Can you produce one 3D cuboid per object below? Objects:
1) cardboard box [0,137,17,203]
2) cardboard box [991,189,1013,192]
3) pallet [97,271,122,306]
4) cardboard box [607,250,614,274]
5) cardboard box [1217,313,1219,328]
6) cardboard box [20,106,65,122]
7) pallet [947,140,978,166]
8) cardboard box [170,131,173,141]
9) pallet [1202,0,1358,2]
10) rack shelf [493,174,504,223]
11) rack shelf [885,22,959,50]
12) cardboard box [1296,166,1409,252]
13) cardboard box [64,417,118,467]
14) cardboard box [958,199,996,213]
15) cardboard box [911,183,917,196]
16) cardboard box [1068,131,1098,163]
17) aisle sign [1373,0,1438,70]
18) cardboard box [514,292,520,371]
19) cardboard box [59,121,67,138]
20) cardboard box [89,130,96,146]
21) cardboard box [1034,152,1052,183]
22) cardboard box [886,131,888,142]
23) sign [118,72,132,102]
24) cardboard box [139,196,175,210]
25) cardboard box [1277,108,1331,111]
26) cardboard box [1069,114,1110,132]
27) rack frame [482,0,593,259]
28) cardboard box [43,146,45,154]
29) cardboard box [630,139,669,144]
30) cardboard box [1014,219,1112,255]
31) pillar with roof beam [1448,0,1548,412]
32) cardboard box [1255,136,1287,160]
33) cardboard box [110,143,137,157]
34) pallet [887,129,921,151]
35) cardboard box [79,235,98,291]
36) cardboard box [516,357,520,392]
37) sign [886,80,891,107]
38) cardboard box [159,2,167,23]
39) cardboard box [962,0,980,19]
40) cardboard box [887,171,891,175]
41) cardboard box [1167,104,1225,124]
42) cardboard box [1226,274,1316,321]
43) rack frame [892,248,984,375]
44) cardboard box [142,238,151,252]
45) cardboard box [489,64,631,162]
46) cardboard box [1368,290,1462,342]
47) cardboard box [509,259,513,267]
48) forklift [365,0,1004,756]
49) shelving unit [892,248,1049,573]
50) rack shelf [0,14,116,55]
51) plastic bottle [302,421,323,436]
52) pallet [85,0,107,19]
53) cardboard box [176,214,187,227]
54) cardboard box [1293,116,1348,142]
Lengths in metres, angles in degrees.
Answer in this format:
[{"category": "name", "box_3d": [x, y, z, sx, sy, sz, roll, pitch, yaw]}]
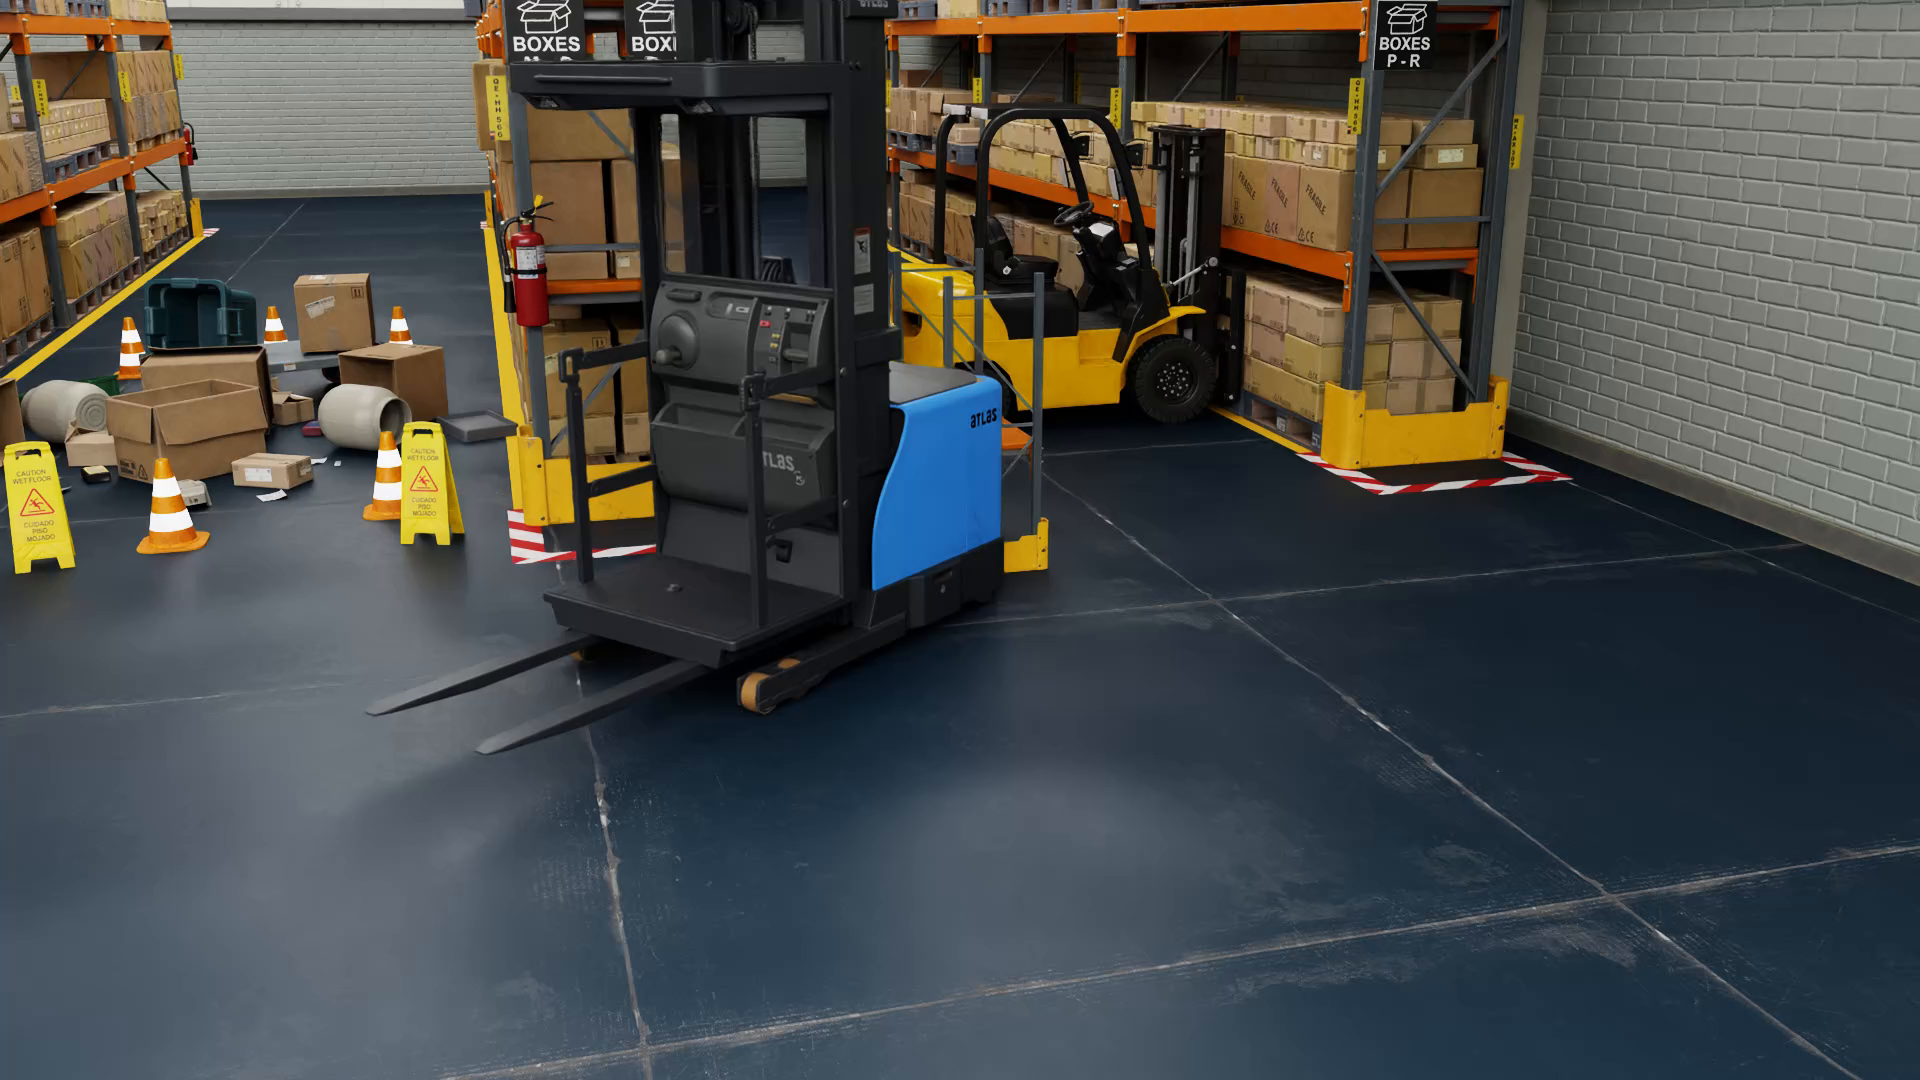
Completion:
[{"category": "cardboard box", "box_3d": [-8.142, -3.043, 13.695, 0.500, 0.500, 0.500, -5, 17, -16]}, {"category": "cardboard box", "box_3d": [0.422, -4.103, 19.884, 0.380, 0.149, 0.250, -5, 18, -17]}, {"category": "pallet", "box_3d": [-9.342, -2.593, 17.216, 1.003, 0.211, 1.213, -5, 17, -15]}, {"category": "cardboard box", "box_3d": [-1.845, -1.640, 9.635, 0.380, 0.149, 0.250, -4, 17, -14]}, {"category": "cardboard box", "box_3d": [2.047, -1.628, 12.338, 0.500, 0.250, 0.500, -5, 17, -15]}, {"category": "cardboard box", "box_3d": [-9.026, -4.174, 16.307, 0.380, 0.149, 0.250, -4, 17, -13]}, {"category": "pallet", "box_3d": [0.452, -4.278, 18.313, 1.213, 0.211, 1.003, -5, 17, -15]}, {"category": "cardboard box", "box_3d": [-10.602, -5.328, 21.912, 0.380, 0.149, 0.250, -5, 17, -15]}, {"category": "pallet", "box_3d": [2.396, -3.905, 11.677, 1.003, 0.211, 1.213, -5, 17, -15]}, {"category": "rack shelf", "box_3d": [-3.516, -2.897, 14.631, 1.077, 0.370, 4.000, -5, 17, -15]}, {"category": "rack shelf", "box_3d": [-0.943, -6.940, 22.877, 1.077, 0.370, 4.000, -5, 17, -15]}, {"category": "cardboard box", "box_3d": [2.517, -2.138, 10.682, 0.500, 0.500, 0.500, -5, 17, -16]}, {"category": "cardboard box", "box_3d": [-5.455, -0.629, 10.586, 0.396, 0.266, 0.258, -2, 17, -6]}, {"category": "cardboard box", "box_3d": [0.192, -3.768, 18.771, 0.380, 0.149, 0.250, -5, 18, -17]}, {"category": "cardboard box", "box_3d": [-0.400, -4.418, 20.934, 0.380, 0.149, 0.250, -5, 17, -17]}, {"category": "cardboard box", "box_3d": [1.276, -3.506, 14.803, 0.500, 0.250, 0.500, -5, 17, -17]}, {"category": "aisle sign", "box_3d": [2.640, -3.179, 9.801, 0.394, 0.787, 0.004, -5, 17, -15]}, {"category": "cardboard box", "box_3d": [-2.765, -1.456, 11.331, 0.500, 0.500, 0.500, -4, 17, -12]}, {"category": "cardboard box", "box_3d": [-9.027, -4.035, 16.361, 0.380, 0.149, 0.250, -5, 17, -15]}, {"category": "cardboard box", "box_3d": [-9.390, -4.258, 17.619, 0.380, 0.149, 0.250, -6, 18, -18]}, {"category": "cardboard box", "box_3d": [1.015, -3.549, 15.813, 0.500, 0.250, 0.500, -4, 17, -13]}, {"category": "cardboard box", "box_3d": [-0.816, -5.312, 21.860, 0.380, 0.149, 0.250, -4, 17, -14]}, {"category": "sign", "box_3d": [-9.364, -5.081, 18.640, 0.100, 0.325, 0.005, -5, 17, -15]}, {"category": "cardboard box", "box_3d": [-10.262, -4.300, 21.245, 0.380, 0.149, 0.250, -4, 17, -13]}, {"category": "cardboard box", "box_3d": [2.544, -3.089, 12.202, 0.380, 0.149, 0.250, -4, 17, -14]}, {"category": "cardboard box", "box_3d": [1.193, -3.721, 14.824, 0.380, 0.149, 0.250, -5, 18, -17]}, {"category": "rack frame", "box_3d": [-4.066, -3.794, 16.370, 1.000, 3.000, 0.127, -5, 17, -15]}, {"category": "cardboard box", "box_3d": [-8.726, -3.596, 15.415, 0.380, 0.149, 0.250, -5, 17, -16]}, {"category": "cardboard box", "box_3d": [-2.165, -2.349, 10.866, 0.500, 0.500, 0.500, -5, 17, -16]}, {"category": "cardboard box", "box_3d": [1.051, -2.898, 16.783, 0.875, 0.625, 0.625, -4, 17, -13]}, {"category": "pillar with roof beam", "box_3d": [-0.560, -4.772, 9.195, 9.100, 9.000, 0.400, -5, 17, -15]}, {"category": "cardboard box", "box_3d": [2.253, -2.692, 11.398, 0.380, 0.149, 0.250, -5, 18, -17]}, {"category": "cardboard box", "box_3d": [-9.660, -4.465, 19.040, 0.380, 0.149, 0.250, -4, 17, -13]}, {"category": "pallet", "box_3d": [-0.279, -4.973, 20.626, 1.003, 0.211, 1.213, -5, 17, -15]}, {"category": "cardboard box", "box_3d": [-8.888, -2.734, 16.454, 0.500, 0.500, 0.500, -4, 17, -15]}, {"category": "cardboard box", "box_3d": [-2.906, -1.241, 11.918, 0.500, 0.250, 0.500, -4, 17, -12]}, {"category": "sign", "box_3d": [-0.913, -5.664, 21.089, 0.100, 0.325, 0.005, -5, 17, -15]}, {"category": "cardboard box", "box_3d": [-10.617, -6.848, 21.581, 0.500, 0.250, 0.500, -5, 17, -16]}, {"category": "cardboard box", "box_3d": [0.331, -5.675, 17.678, 0.500, 0.250, 0.500, -5, 18, -17]}, {"category": "cardboard box", "box_3d": [-1.416, -5.230, 24.757, 0.797, 0.503, 0.637, -5, 18, -17]}, {"category": "cardboard box", "box_3d": [1.845, -3.336, 13.025, 0.380, 0.149, 0.250, -5, 17, -16]}, {"category": "cardboard box", "box_3d": [2.184, -1.720, 11.777, 0.500, 0.250, 0.500, -4, 17, -15]}, {"category": "rack frame", "box_3d": [-0.116, -0.835, 9.126, 0.500, 1.500, 0.032, -5, 17, -15]}, {"category": "cardboard box", "box_3d": [-9.688, -3.443, 19.427, 0.380, 0.149, 0.250, -5, 18, -18]}, {"category": "cardboard box", "box_3d": [-2.217, -2.375, 9.215, 0.700, 0.500, 0.500, -5, 17, -17]}, {"category": "cardboard box", "box_3d": [2.954, -1.486, 10.996, 0.500, 0.250, 0.500, -5, 17, -16]}, {"category": "cardboard box", "box_3d": [-2.944, -1.876, 11.602, 0.380, 0.149, 0.250, -4, 17, -13]}, {"category": "forklift", "box_3d": [-1.043, -0.864, 6.735, 1.130, 2.935, 3.031, 11, 20, 33]}, {"category": "shelving unit", "box_3d": [0.021, -0.697, 8.666, 0.587, 1.500, 1.083, -5, 17, -15]}, {"category": "rack shelf", "box_3d": [-9.347, -5.020, 16.487, 1.077, 0.370, 4.000, -5, 17, -15]}, {"category": "plastic bottle", "box_3d": [-4.415, -0.775, 11.427, 0.133, 0.061, 0.283, -2, 17, -6]}, {"category": "pallet", "box_3d": [-9.829, -5.649, 17.656, 1.213, 0.211, 1.003, -5, 17, -15]}, {"category": "cardboard box", "box_3d": [-10.483, -4.231, 22.050, 0.380, 0.149, 0.250, -4, 17, -14]}, {"category": "cardboard box", "box_3d": [2.408, -2.694, 10.889, 0.380, 0.149, 0.250, -4, 17, -14]}]
